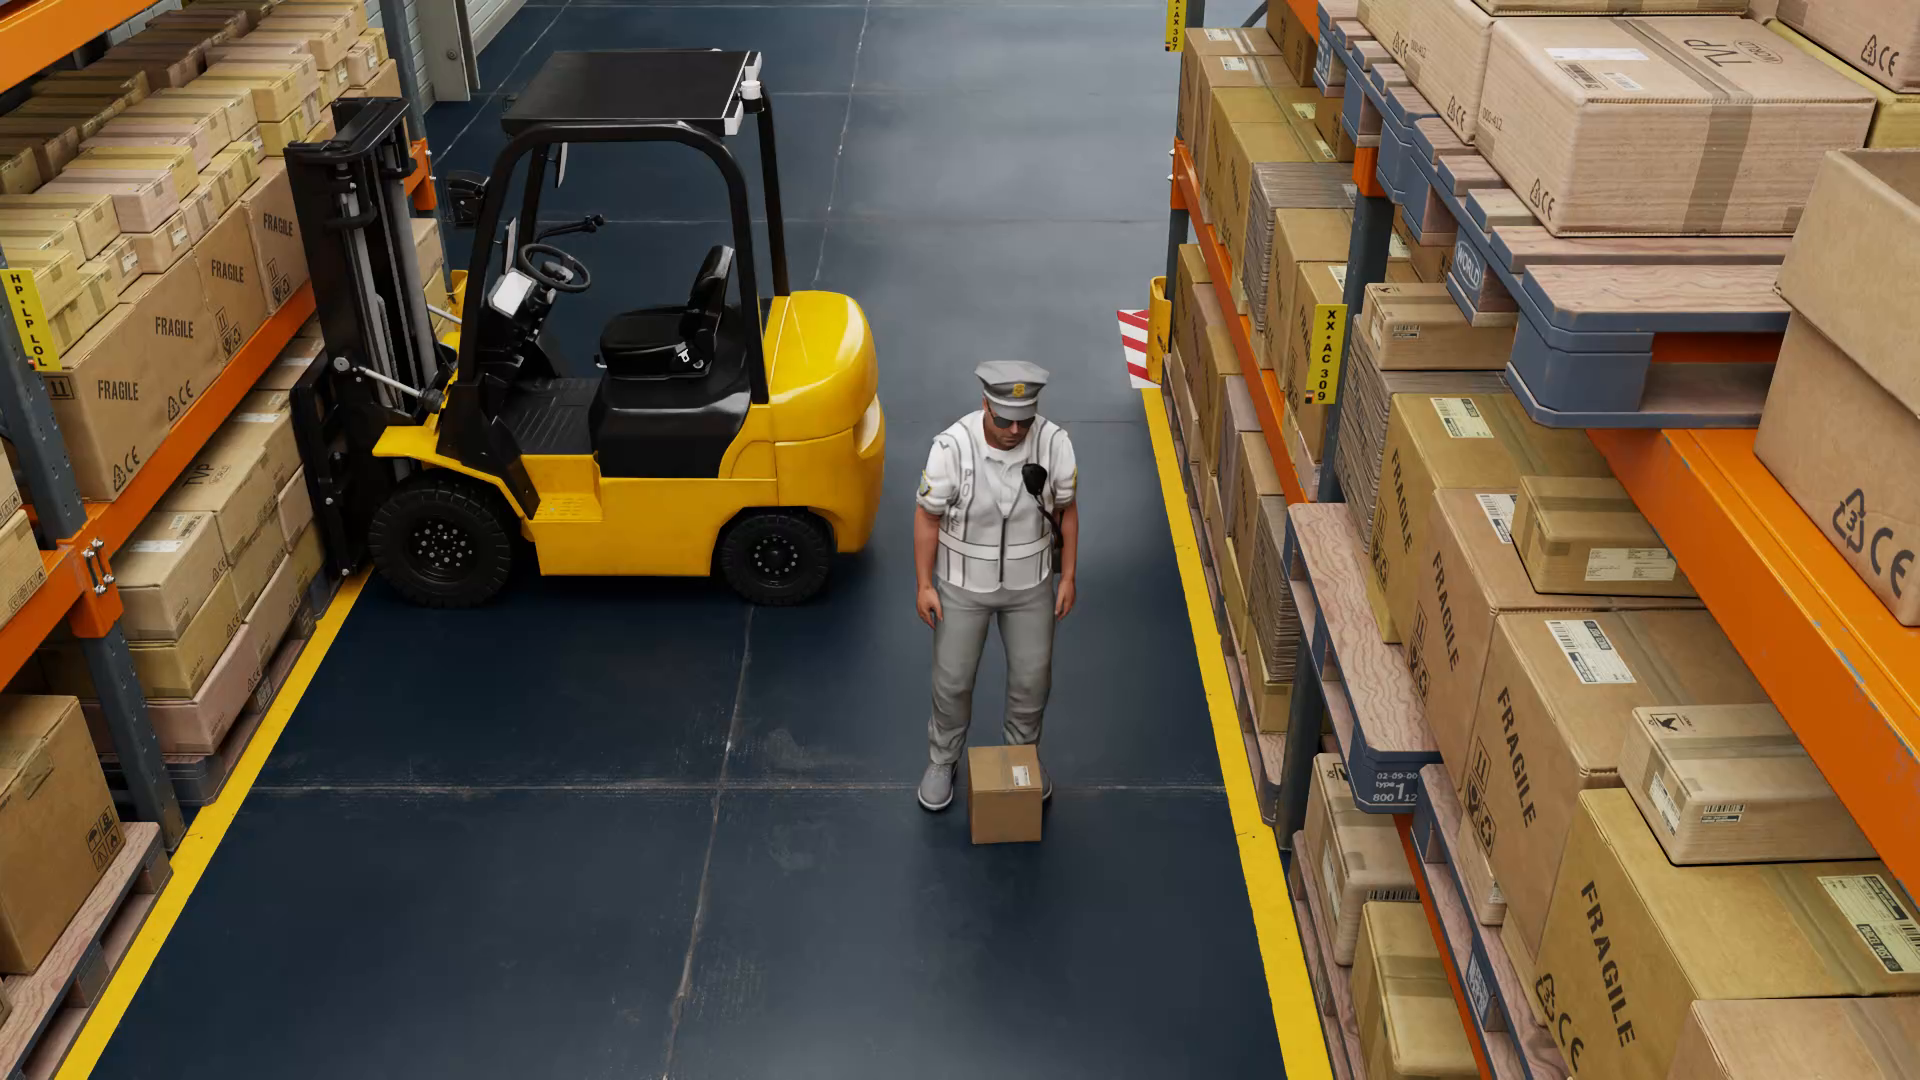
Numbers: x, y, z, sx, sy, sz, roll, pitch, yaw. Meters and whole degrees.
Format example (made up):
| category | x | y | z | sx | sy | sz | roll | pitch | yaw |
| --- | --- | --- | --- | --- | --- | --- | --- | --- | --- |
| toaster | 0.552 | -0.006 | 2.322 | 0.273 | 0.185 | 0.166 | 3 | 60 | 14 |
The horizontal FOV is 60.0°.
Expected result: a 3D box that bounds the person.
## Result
| category | x | y | z | sx | sy | sz | roll | pitch | yaw |
| --- | --- | --- | --- | --- | --- | --- | --- | --- | --- |
| person | 0.125 | 0.140 | 5.898 | 0.595 | 1.746 | 0.439 | -4 | 32 | -6 |
